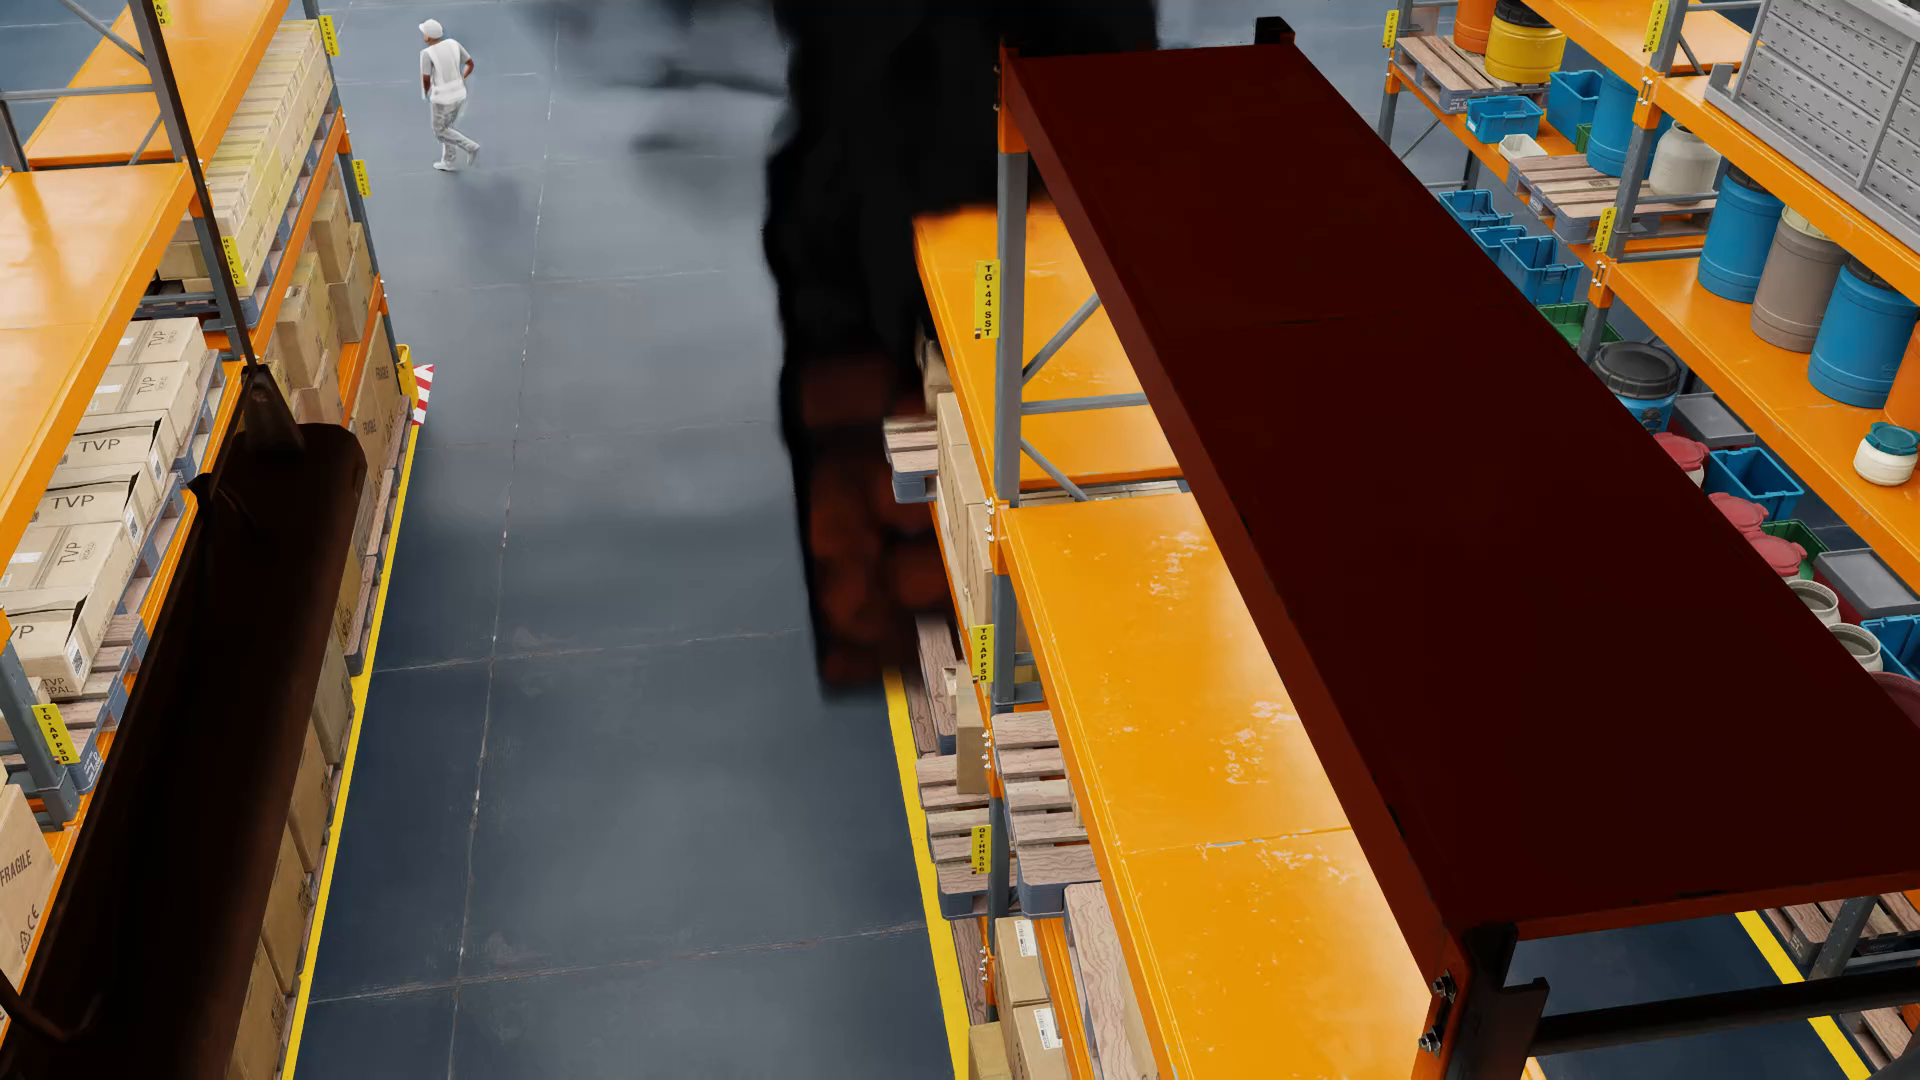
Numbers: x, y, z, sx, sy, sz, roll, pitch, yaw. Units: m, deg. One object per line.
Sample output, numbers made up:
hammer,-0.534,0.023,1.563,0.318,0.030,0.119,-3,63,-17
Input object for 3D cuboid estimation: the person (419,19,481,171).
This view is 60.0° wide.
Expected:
person,-5.761,-4.988,18.787,0.780,1.753,0.706,20,41,25
